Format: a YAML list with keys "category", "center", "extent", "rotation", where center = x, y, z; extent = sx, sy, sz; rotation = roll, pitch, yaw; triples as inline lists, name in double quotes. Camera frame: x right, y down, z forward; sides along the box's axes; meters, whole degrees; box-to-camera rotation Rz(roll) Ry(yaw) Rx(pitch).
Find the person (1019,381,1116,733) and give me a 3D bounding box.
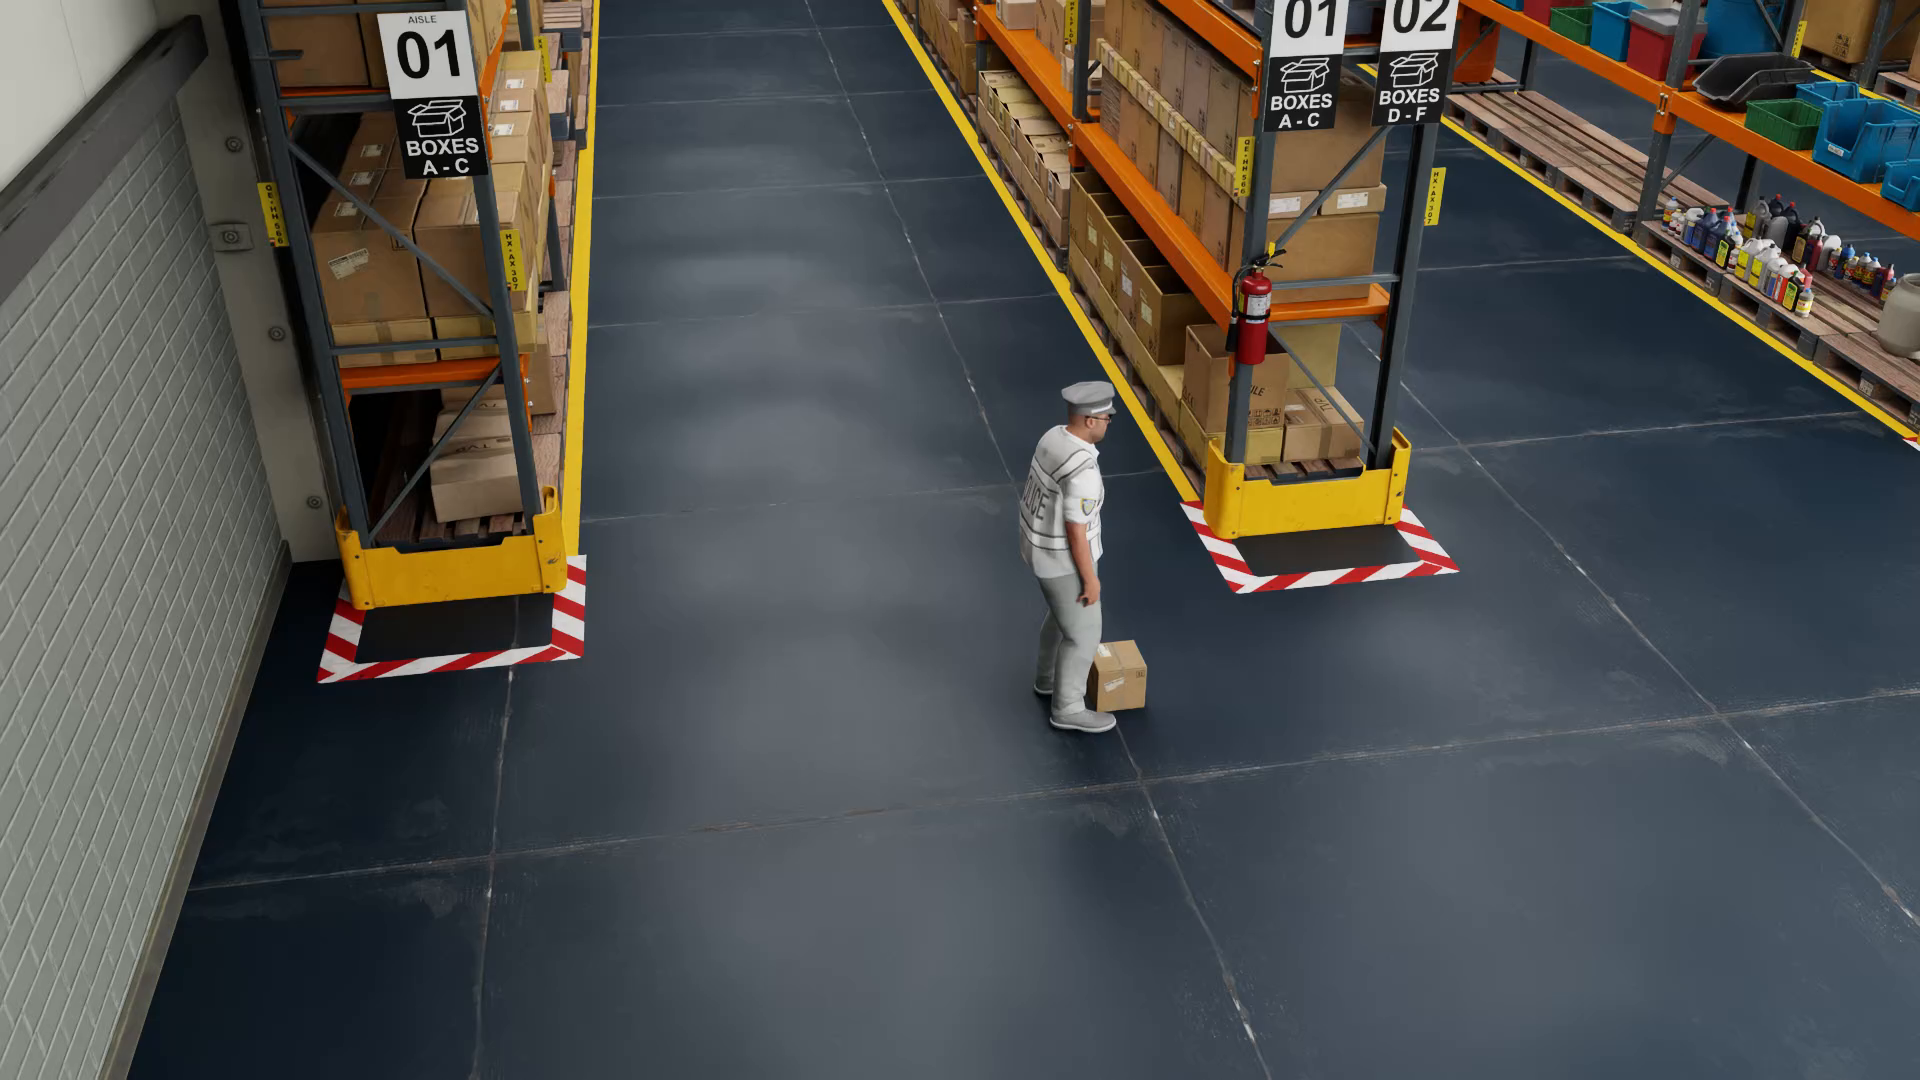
- category: "person"
  center: [0.514, 0.073, 8.007]
  extent: [0.436, 1.746, 0.590]
  rotation: [-7, 31, -11]
